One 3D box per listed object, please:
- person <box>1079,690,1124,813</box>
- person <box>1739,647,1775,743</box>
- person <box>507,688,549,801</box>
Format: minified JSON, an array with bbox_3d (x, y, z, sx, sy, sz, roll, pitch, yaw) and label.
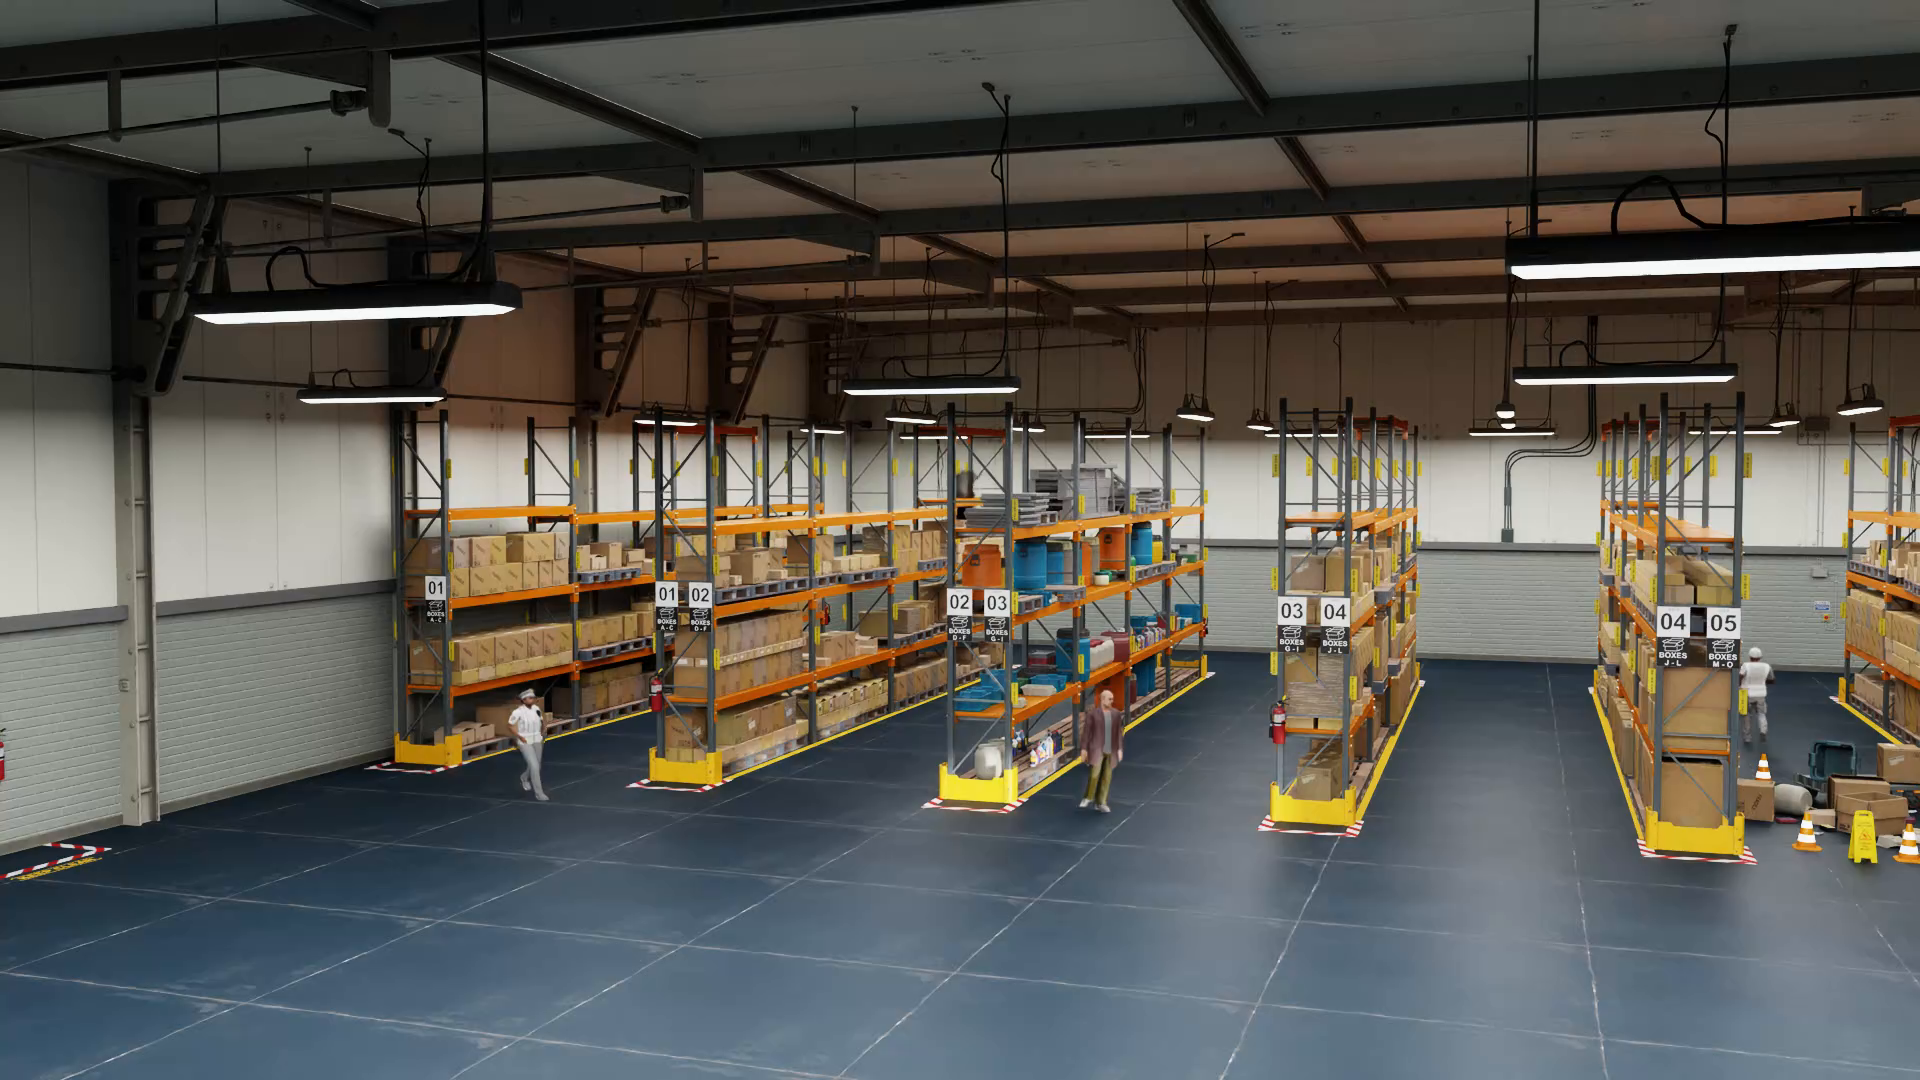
[{"bbox_3d":[2.050,3.066,24.202,0.661,1.771,0.525,-1,3,-22],"label":"person"},{"bbox_3d":[14.372,2.818,30.079,0.682,1.764,0.957,1,3,15],"label":"person"},{"bbox_3d":[-6.563,3.089,25.238,0.807,1.692,0.587,2,3,42],"label":"person"}]
